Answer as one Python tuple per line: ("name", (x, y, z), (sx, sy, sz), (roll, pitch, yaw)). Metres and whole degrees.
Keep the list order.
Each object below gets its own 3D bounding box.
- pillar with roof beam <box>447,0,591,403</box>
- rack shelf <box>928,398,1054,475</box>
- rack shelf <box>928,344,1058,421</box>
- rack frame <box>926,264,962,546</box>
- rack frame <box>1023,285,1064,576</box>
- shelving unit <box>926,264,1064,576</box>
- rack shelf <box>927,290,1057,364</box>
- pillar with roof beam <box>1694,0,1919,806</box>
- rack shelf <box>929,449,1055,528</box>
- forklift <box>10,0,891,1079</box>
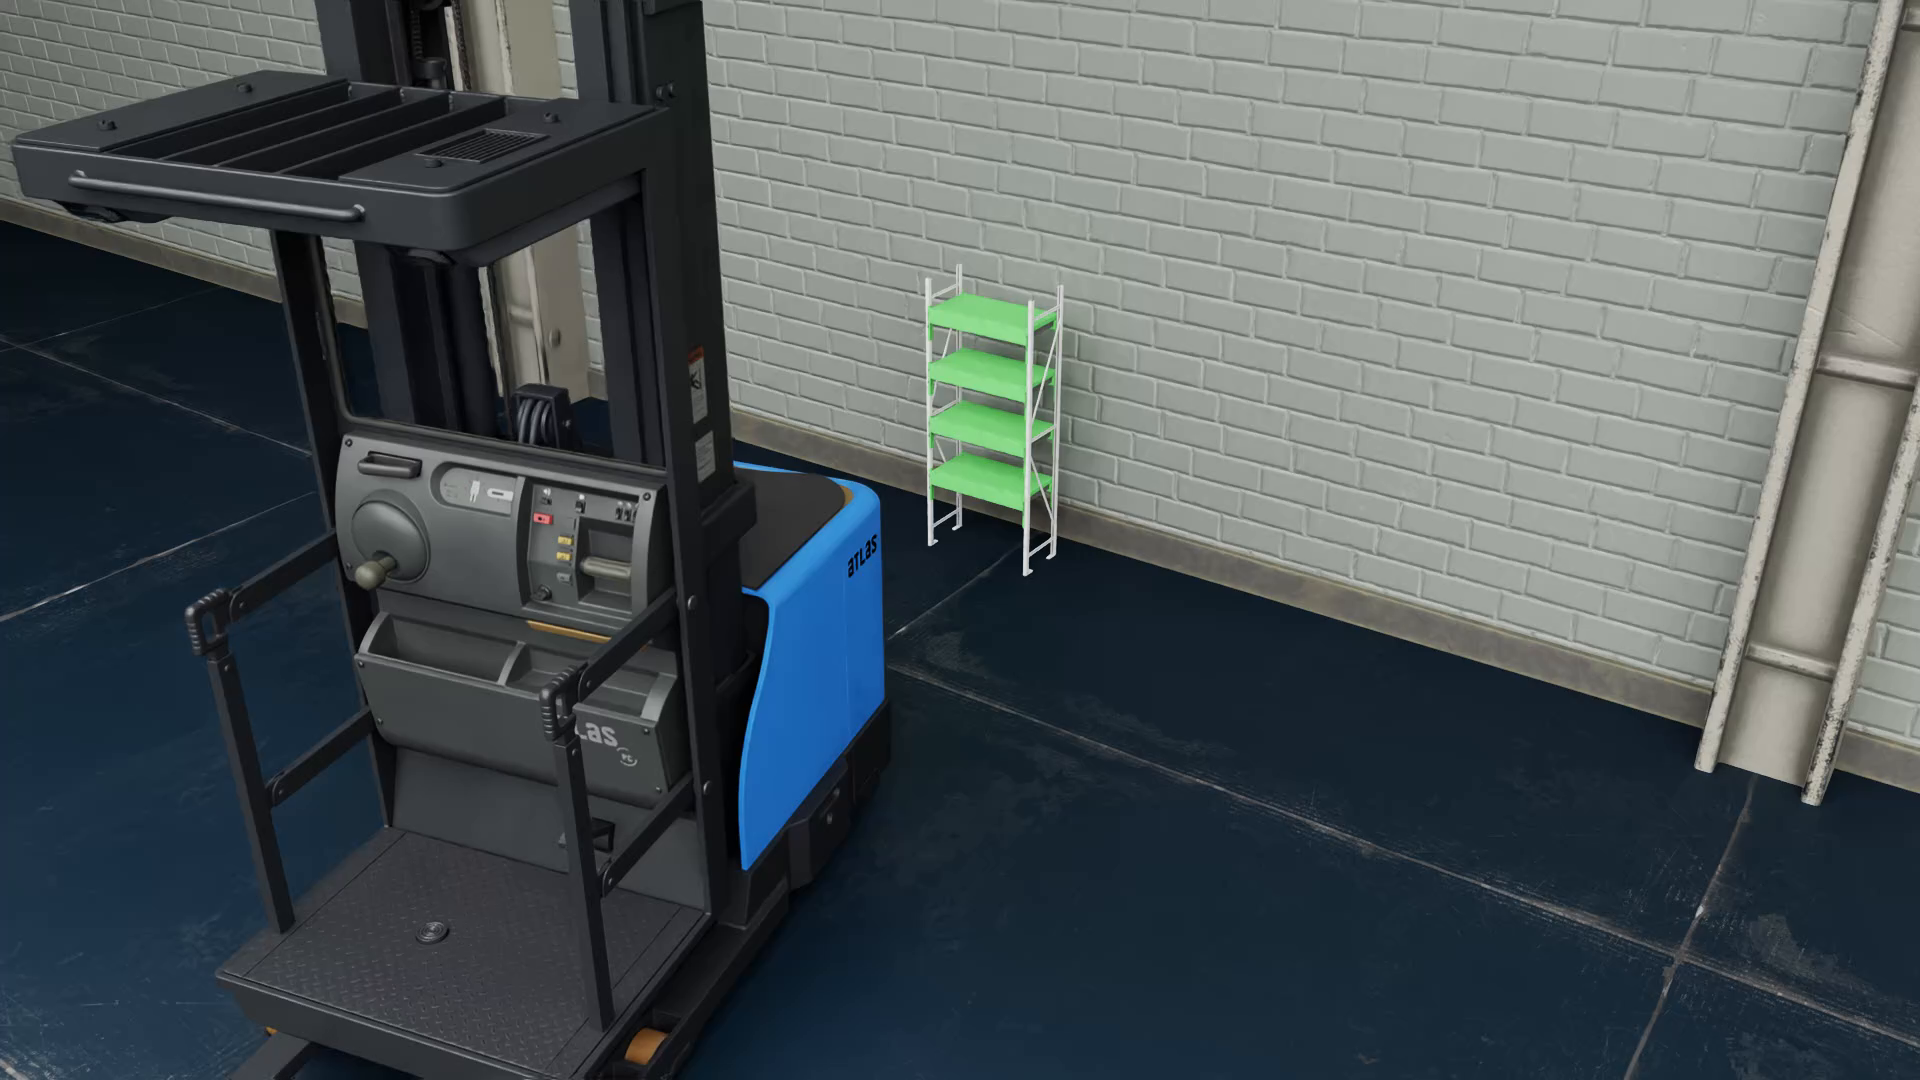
("pillar with roof beam", (-4.612, -3.166, 3.549), (0.400, 9.000, 9.100), (17, 32, 30))
("rack shelf", (0.136, -0.435, 6.923), (0.480, 0.148, 0.258), (17, 32, 30))
("rack shelf", (0.136, -0.649, 6.814), (0.480, 0.148, 0.258), (17, 32, 30))
("rack frame", (-0.065, -0.555, 7.017), (0.015, 1.200, 0.240), (17, 32, 30))
("rack frame", (0.338, -0.430, 6.771), (0.015, 1.200, 0.240), (17, 32, 30))
("shelving unit", (0.136, -0.492, 6.894), (0.503, 1.200, 0.258), (17, 32, 30))
("rack shelf", (0.136, -0.863, 6.706), (0.480, 0.148, 0.258), (17, 32, 30))
("pillar with roof beam", (0.334, -1.625, 0.522), (0.400, 9.000, 9.100), (17, 32, 30))
("rack shelf", (0.136, -0.221, 7.032), (0.480, 0.148, 0.258), (17, 32, 30))
("forklift", (-1.246, 0.017, 3.985), (1.130, 2.935, 3.031), (10, 29, 19))
